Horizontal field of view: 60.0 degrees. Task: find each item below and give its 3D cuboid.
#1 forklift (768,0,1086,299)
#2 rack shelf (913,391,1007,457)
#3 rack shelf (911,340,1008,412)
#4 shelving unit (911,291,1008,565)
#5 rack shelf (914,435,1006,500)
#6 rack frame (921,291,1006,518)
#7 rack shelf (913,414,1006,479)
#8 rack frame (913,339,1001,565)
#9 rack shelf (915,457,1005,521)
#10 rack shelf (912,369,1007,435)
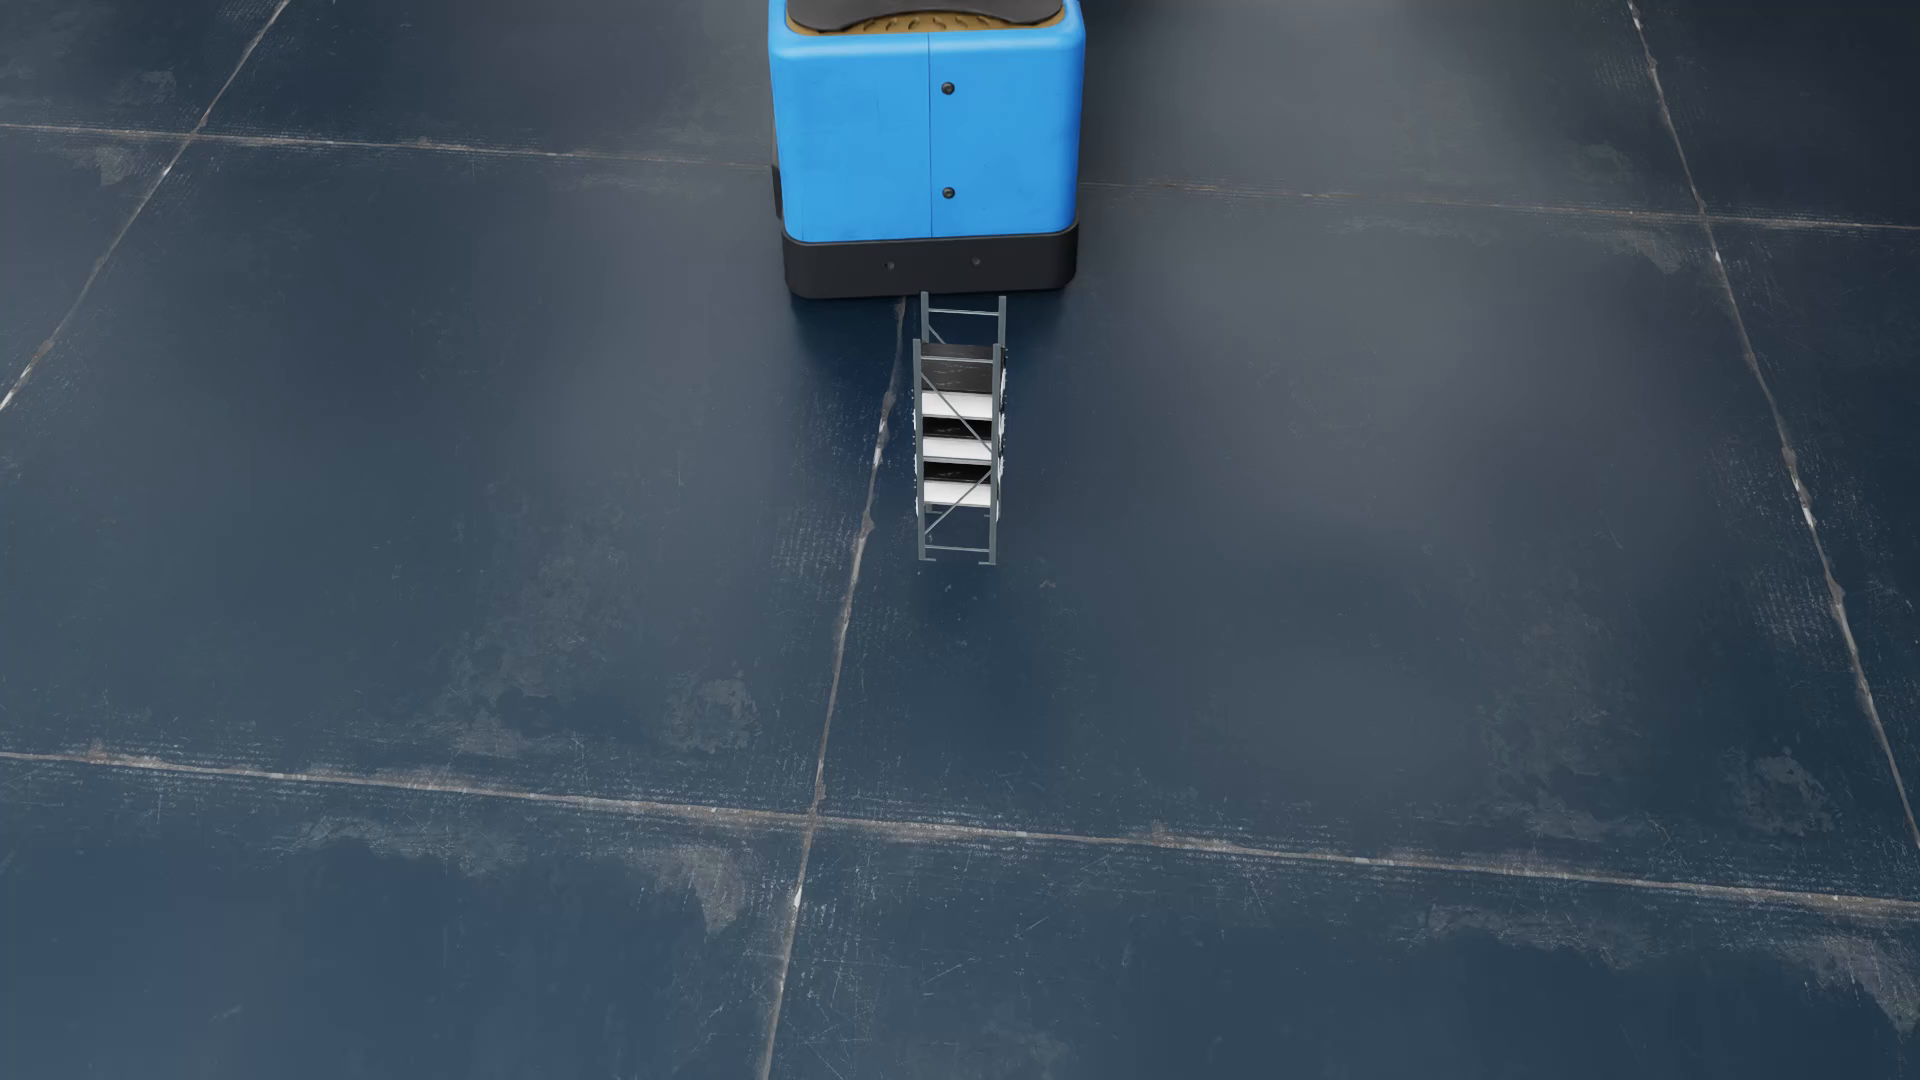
[{"bbox_3d":[-0.197,-2.937,5.950,1.130,2.935,3.031,-3,48,-3],"label":"forklift"},{"bbox_3d":[0.001,-0.348,4.882,0.258,0.077,0.200,4,48,4],"label":"rack shelf"},{"bbox_3d":[0.001,-0.469,4.749,0.258,0.077,0.200,4,48,4],"label":"rack shelf"},{"bbox_3d":[0.001,-0.310,4.923,0.258,0.900,0.210,4,48,4],"label":"shelving unit"},{"bbox_3d":[0.001,-0.226,5.014,0.258,0.077,0.200,4,48,4],"label":"rack shelf"},{"bbox_3d":[0.010,-0.384,4.992,0.240,0.900,0.006,4,48,4],"label":"rack frame"},{"bbox_3d":[0.001,-0.287,4.948,0.258,0.077,0.200,4,48,4],"label":"rack shelf"},{"bbox_3d":[-0.009,-0.235,4.855,0.240,0.900,0.006,4,48,4],"label":"rack frame"},{"bbox_3d":[0.001,-0.166,5.081,0.258,0.077,0.200,4,48,4],"label":"rack shelf"},{"bbox_3d":[0.001,-0.409,4.815,0.258,0.077,0.200,4,48,4],"label":"rack shelf"}]
